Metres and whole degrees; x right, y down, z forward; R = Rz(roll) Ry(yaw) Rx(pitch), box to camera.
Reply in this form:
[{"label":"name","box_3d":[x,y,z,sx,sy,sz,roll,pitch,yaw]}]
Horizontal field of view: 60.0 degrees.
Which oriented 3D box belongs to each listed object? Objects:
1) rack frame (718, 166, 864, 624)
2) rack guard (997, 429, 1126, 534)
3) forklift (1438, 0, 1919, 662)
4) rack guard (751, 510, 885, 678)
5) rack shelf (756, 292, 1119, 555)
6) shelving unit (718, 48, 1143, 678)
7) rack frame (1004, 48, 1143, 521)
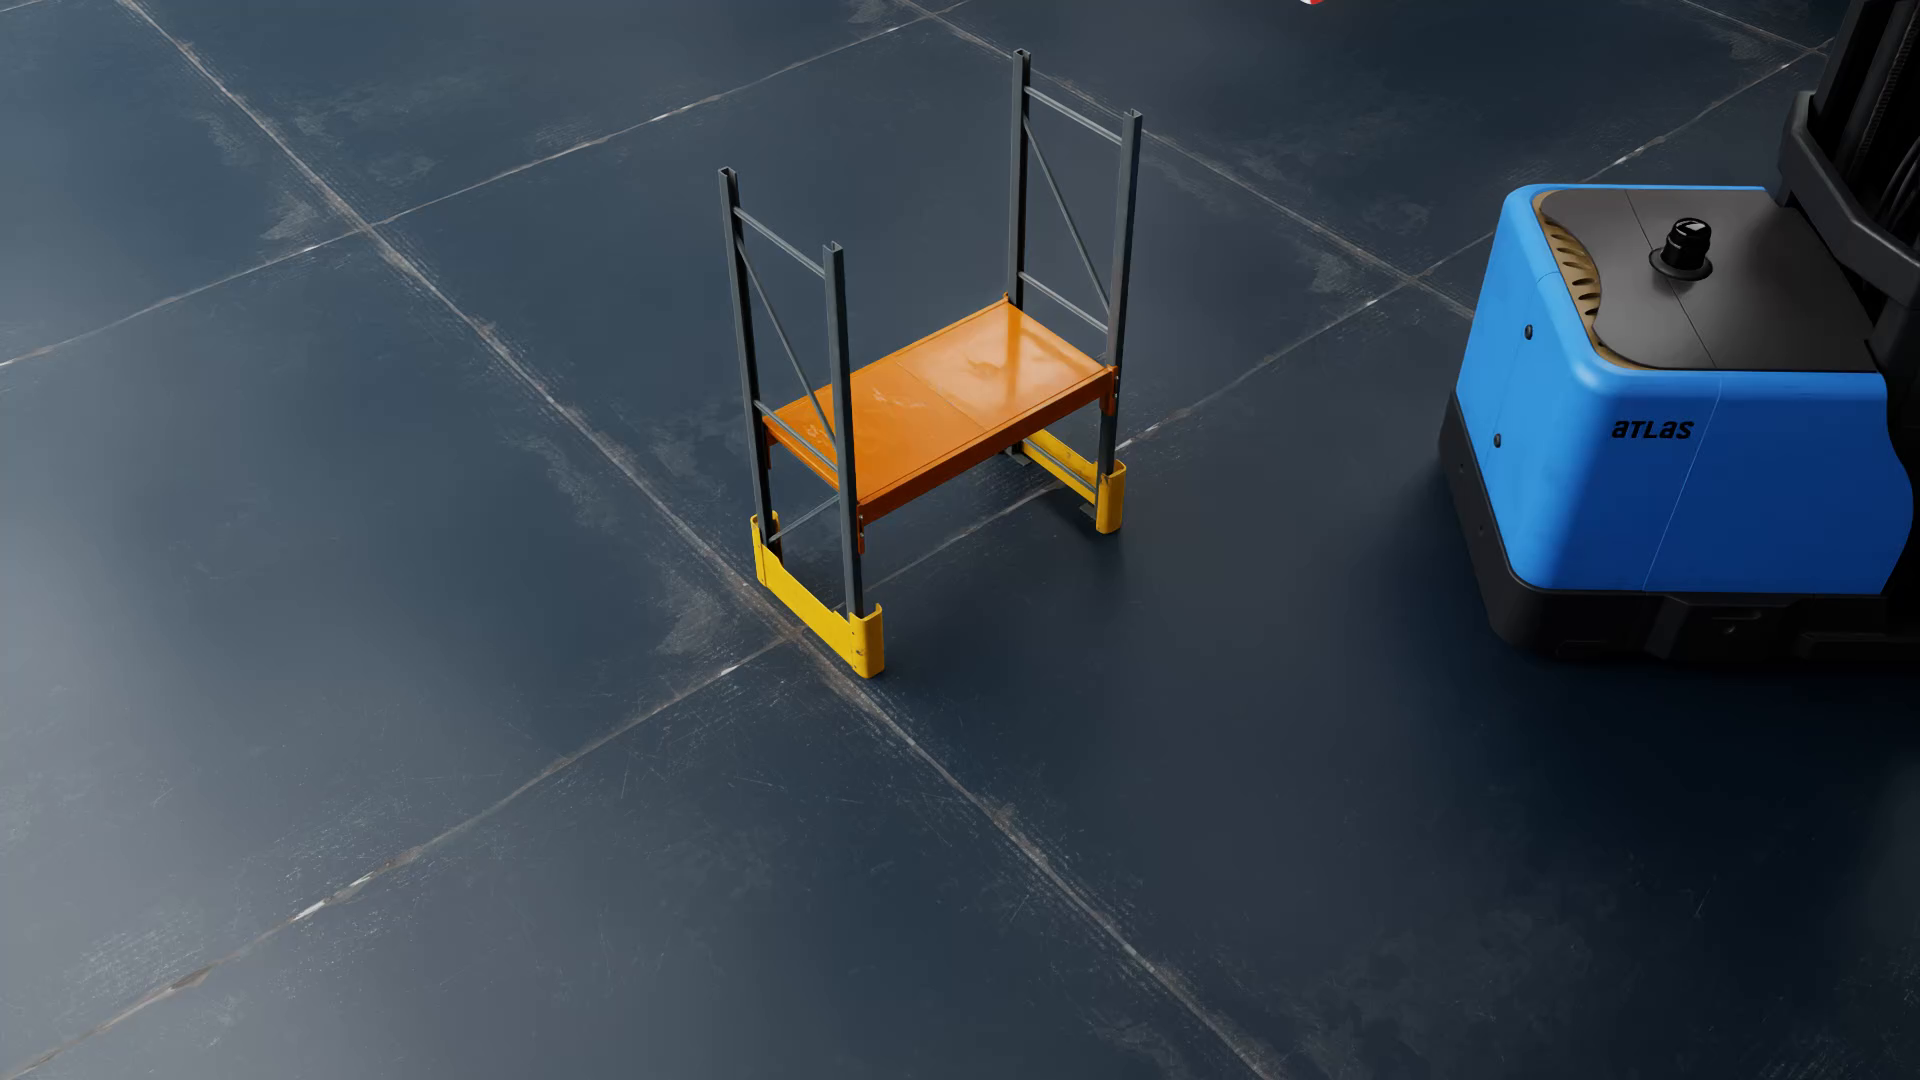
[{"label":"rack frame","box_3d":[-0.455,-0.286,4.682,0.032,1.500,0.500,-30,51,-28]},{"label":"rack guard","box_3d":[0.324,-0.276,5.585,0.087,0.250,0.587,-30,51,-28]},{"label":"forklift","box_3d":[3.147,-1.026,4.424,3.031,2.935,1.130,1,43,1]},{"label":"rack guard","box_3d":[-0.440,0.161,5.119,0.087,0.250,0.587,-30,51,-28]},{"label":"rack shelf","box_3d":[-0.065,-0.378,5.043,1.000,0.185,0.538,-30,51,-28]},{"label":"shelving unit","box_3d":[-0.058,-0.513,4.924,1.083,1.500,0.587,-30,51,-28]},{"label":"rack frame","box_3d":[0.324,-0.733,5.157,0.032,1.500,0.500,-30,51,-28]}]
